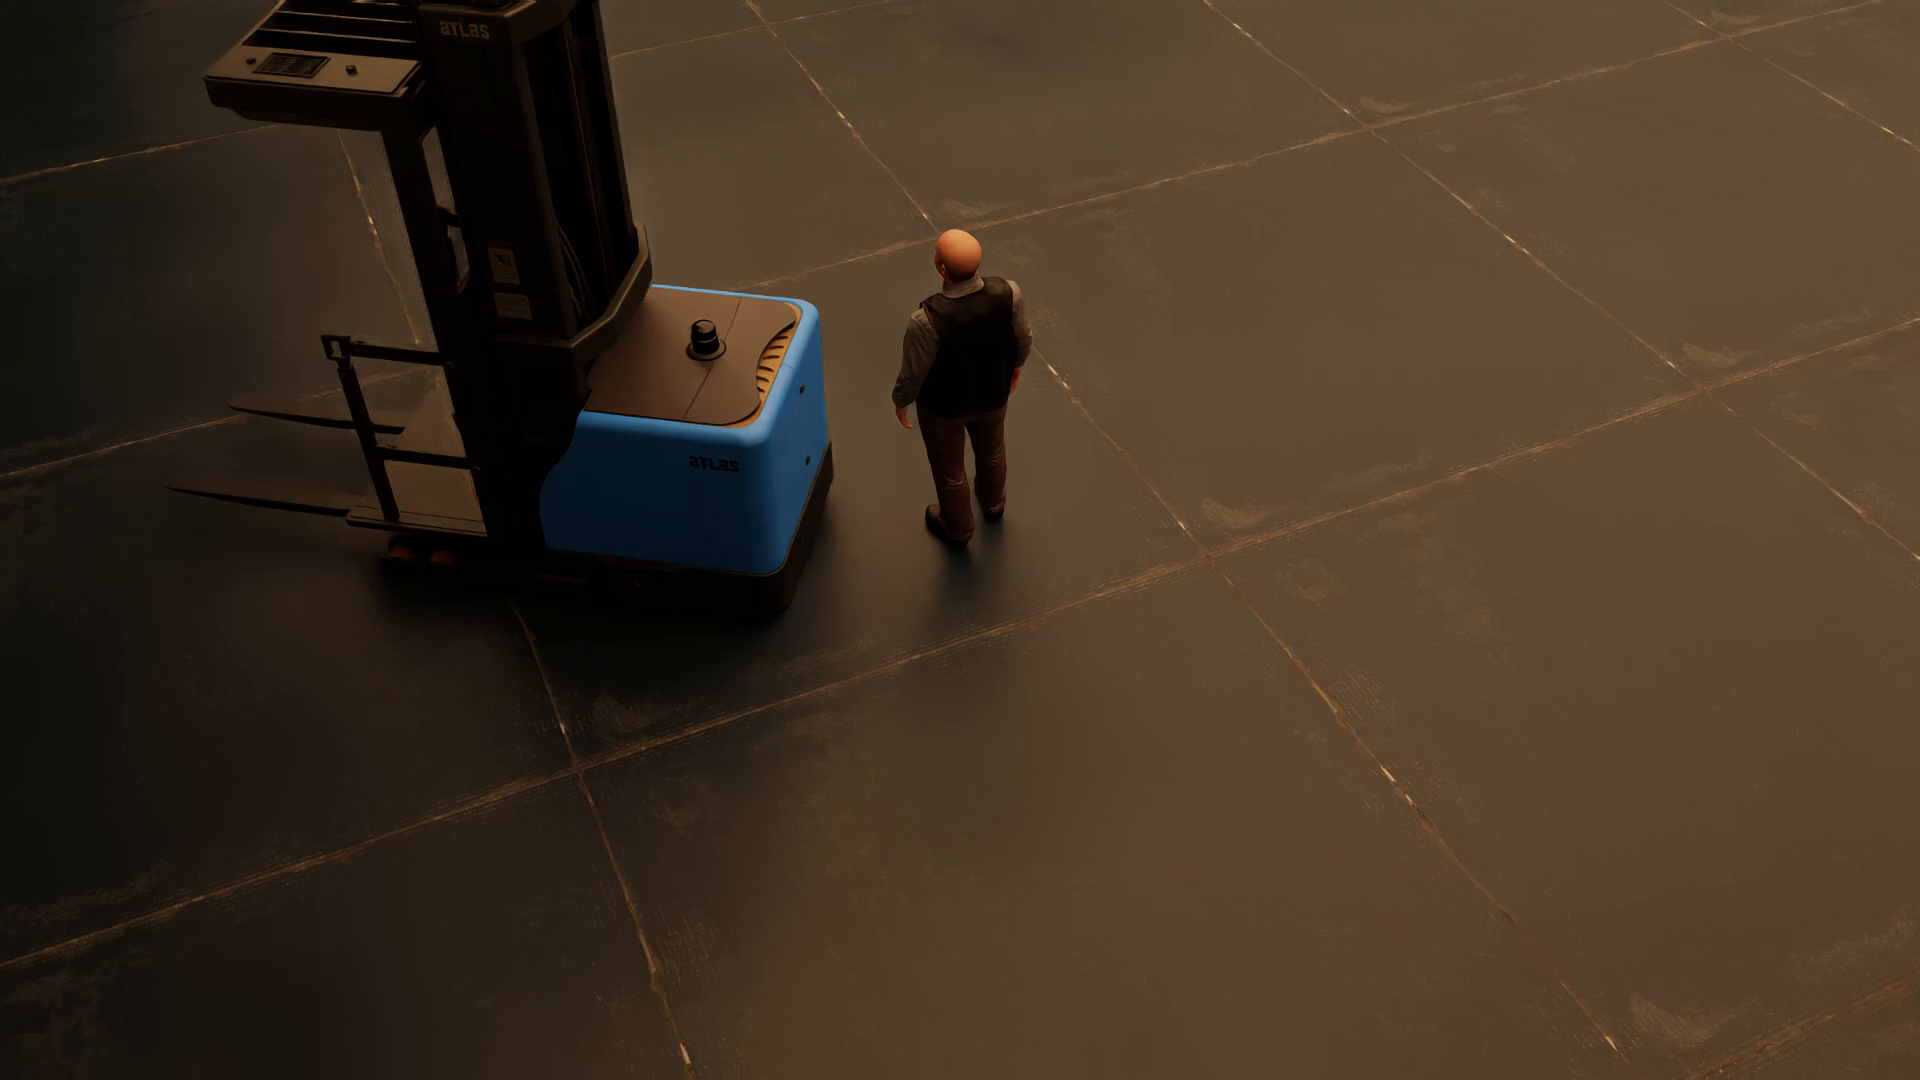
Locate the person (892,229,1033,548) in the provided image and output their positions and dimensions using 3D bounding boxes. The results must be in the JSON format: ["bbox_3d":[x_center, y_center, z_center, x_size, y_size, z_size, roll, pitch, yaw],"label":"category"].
[{"bbox_3d":[-0.018,-0.675,7.280,0.632,1.720,0.568,-18,46,-18],"label":"person"}]

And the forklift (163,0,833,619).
[{"bbox_3d":[-2.181,-1.208,6.975,3.031,2.935,1.130,7,43,7],"label":"forklift"}]
